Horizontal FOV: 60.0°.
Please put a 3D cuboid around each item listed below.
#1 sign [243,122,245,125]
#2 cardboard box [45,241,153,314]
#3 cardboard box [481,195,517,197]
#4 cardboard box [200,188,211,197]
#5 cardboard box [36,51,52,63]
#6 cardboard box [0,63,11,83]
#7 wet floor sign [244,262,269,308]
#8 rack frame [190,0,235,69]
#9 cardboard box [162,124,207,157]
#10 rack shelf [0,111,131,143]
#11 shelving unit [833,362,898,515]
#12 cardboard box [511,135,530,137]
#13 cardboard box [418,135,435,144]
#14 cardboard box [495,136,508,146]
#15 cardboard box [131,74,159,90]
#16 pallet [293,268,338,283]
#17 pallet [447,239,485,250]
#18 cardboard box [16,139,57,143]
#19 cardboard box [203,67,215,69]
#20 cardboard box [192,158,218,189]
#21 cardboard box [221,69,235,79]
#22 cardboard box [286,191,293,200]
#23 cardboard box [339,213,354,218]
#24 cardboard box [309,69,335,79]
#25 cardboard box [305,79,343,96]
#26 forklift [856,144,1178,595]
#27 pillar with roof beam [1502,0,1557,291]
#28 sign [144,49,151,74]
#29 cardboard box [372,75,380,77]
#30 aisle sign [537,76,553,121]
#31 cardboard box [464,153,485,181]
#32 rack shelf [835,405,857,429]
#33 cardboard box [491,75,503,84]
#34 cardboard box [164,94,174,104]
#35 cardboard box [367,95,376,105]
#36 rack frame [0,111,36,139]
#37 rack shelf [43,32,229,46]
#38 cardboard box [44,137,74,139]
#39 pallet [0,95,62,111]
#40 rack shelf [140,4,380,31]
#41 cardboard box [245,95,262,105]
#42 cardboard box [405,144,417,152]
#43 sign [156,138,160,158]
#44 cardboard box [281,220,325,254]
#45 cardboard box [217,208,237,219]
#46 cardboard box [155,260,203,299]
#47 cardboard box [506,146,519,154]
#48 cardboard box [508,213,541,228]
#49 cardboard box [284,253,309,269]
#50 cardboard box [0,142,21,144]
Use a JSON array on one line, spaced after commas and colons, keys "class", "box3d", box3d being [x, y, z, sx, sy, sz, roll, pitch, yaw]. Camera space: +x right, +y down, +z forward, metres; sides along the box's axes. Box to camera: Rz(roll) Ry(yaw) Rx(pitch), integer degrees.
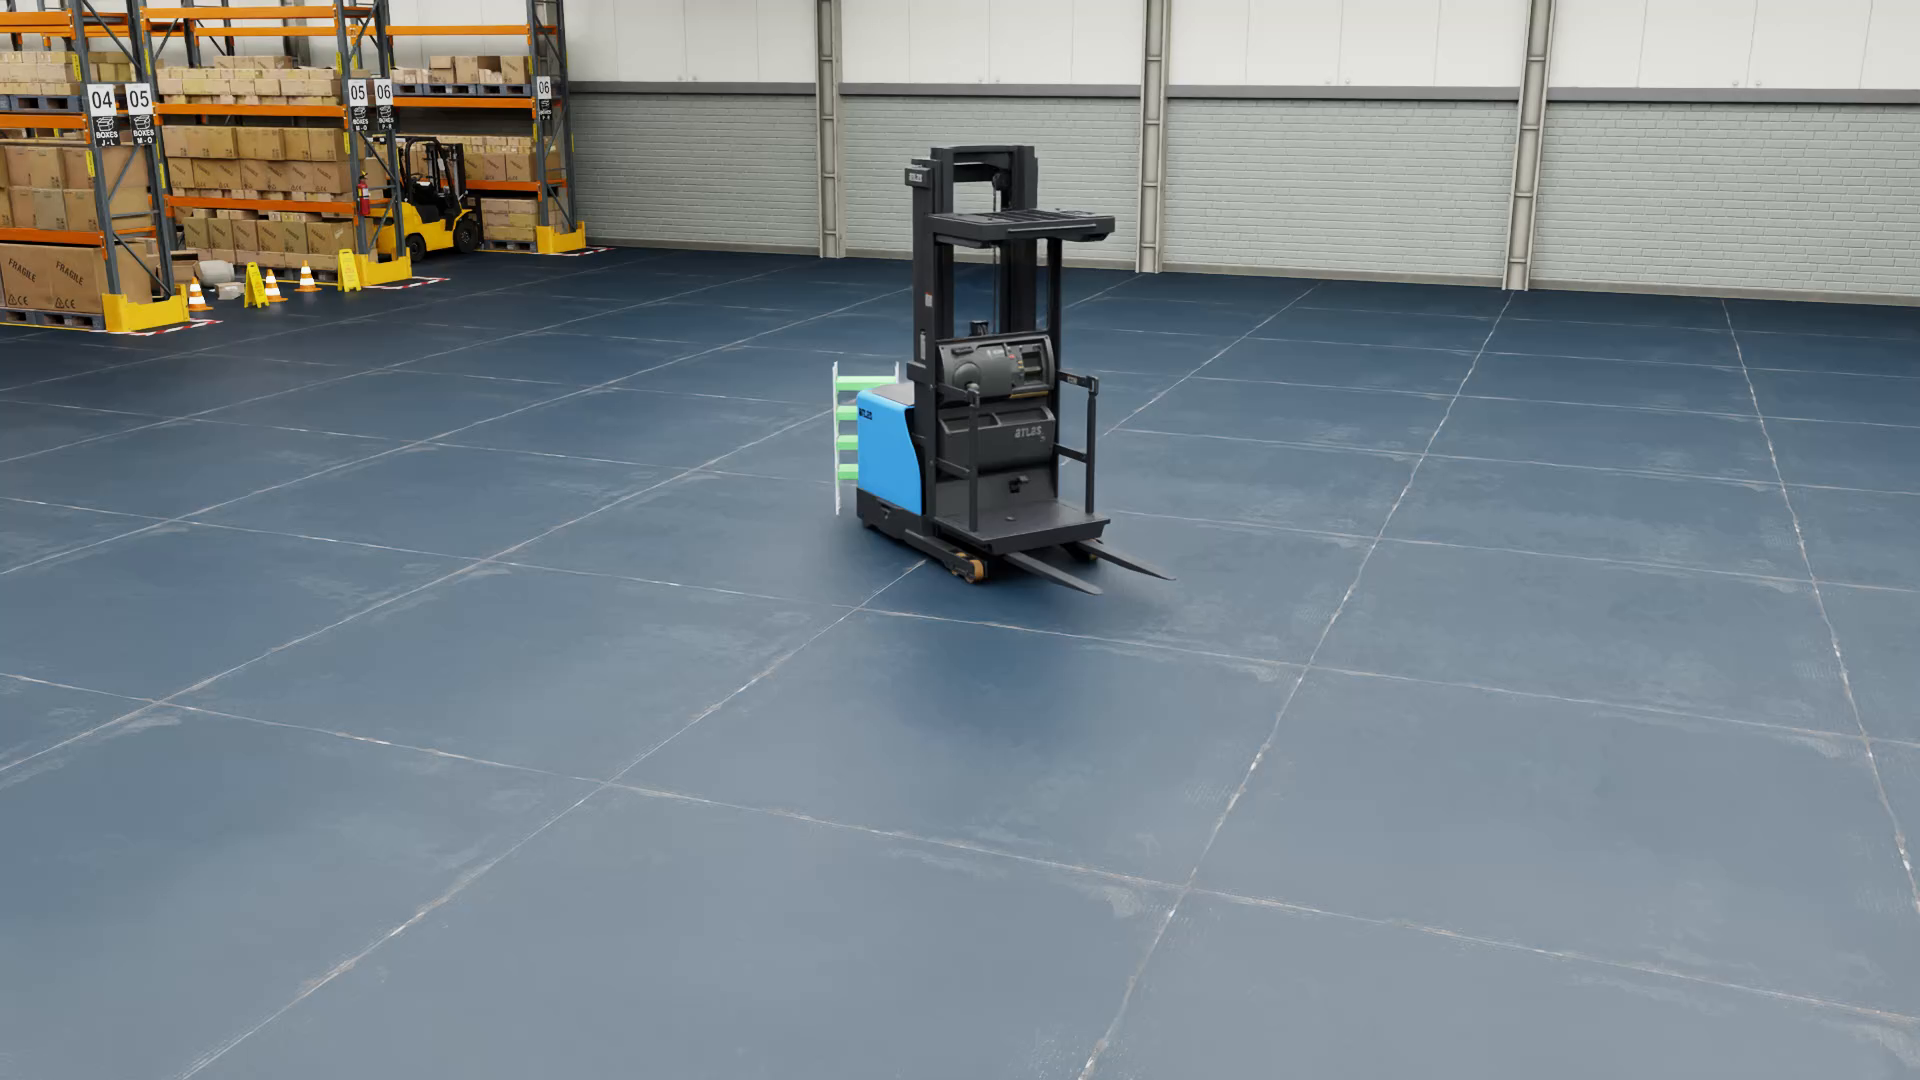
[{"class": "sign", "box3d": [-14.846, -8.484, 34.442, 0.005, 0.325, 0.100, 6, 17, 21]}, {"class": "cardboard box", "box3d": [-11.799, -3.617, 22.812, 0.875, 0.875, 0.875, 6, 17, 21]}, {"class": "cardboard box", "box3d": [-8.909, -6.529, 32.170, 0.500, 0.250, 0.500, 6, 17, 20]}, {"class": "cardboard box", "box3d": [-12.455, -5.819, 27.790, 0.250, 0.149, 0.380, 6, 17, 20]}, {"class": "cardboard box", "box3d": [-11.814, -6.309, 21.732, 0.250, 0.149, 0.380, 6, 17, 21]}, {"class": "cardboard box", "box3d": [-12.634, -6.225, 22.160, 0.500, 0.250, 0.500, 6, 17, 20]}, {"class": "wet floor sign", "box3d": [-10.391, -3.764, 24.481, 0.232, 0.644, 0.267, 3, 17, 11]}, {"class": "rack frame", "box3d": [-15.046, -10.665, 33.270, 0.127, 3.000, 1.000, 6, 17, 21]}, {"class": "cardboard box", "box3d": [-12.813, -6.657, 27.718, 0.500, 0.500, 0.700, 6, 17, 20]}, {"class": "rack shelf", "box3d": [-13.005, -5.683, 22.781, 4.000, 0.370, 1.077, 6, 17, 21]}, {"class": "shelving unit", "box3d": [-0.744, -0.814, 13.320, 0.503, 1.200, 0.258, 0, 16, 0]}, {"class": "cardboard box", "box3d": [-8.320, -7.617, 31.654, 0.250, 0.149, 0.380, 7, 17, 22]}, {"class": "cardboard box", "box3d": [-10.167, -7.668, 31.831, 0.250, 0.149, 0.380, 6, 17, 20]}, {"class": "cardboard box", "box3d": [-8.509, -7.487, 31.207, 0.250, 0.149, 0.380, 7, 17, 22]}, {"class": "cardboard box", "box3d": [-13.739, -7.680, 27.882, 0.500, 0.250, 0.500, 6, 17, 20]}, {"class": "pallet", "box3d": [-10.235, -4.439, 27.585, 1.213, 0.211, 1.003, 6, 17, 21]}, {"class": "pallet", "box3d": [-9.462, -5.819, 32.340, 1.213, 0.211, 1.003, 6, 17, 21]}, {"class": "cardboard box", "box3d": [-16.043, -6.731, 29.014, 0.500, 0.500, 0.500, 7, 18, 23]}, {"class": "cardboard box", "box3d": [-15.287, -9.596, 33.989, 0.250, 0.149, 0.380, 6, 17, 19]}, {"class": "cardboard box", "box3d": [-12.360, -6.115, 27.646, 0.500, 0.500, 0.500, 6, 17, 20]}, {"class": "cardboard box", "box3d": [-11.738, -7.554, 26.954, 0.250, 0.149, 0.380, 6, 17, 20]}, {"class": "cardboard box", "box3d": [-10.793, -5.650, 27.207, 0.250, 0.149, 0.380, 7, 17, 21]}, {"class": "cardboard box", "box3d": [-11.815, -6.487, 33.143, 0.625, 0.625, 0.875, 7, 18, 23]}, {"class": "cardboard box", "box3d": [-10.071, -7.375, 26.338, 0.250, 0.149, 0.380, 7, 17, 22]}, {"class": "cardboard box", "box3d": [-9.997, -7.172, 26.353, 0.500, 0.250, 0.500, 6, 17, 20]}, {"class": "forklift", "box3d": [0.378, -1.254, 11.738, 1.130, 2.935, 3.031, -10, 19, -30]}, {"class": "pillar with roof beam", "box3d": [7.244, -7.194, 21.313, 0.400, 9.000, 9.100, 6, 17, 21]}, {"class": "sign", "box3d": [-10.935, -6.425, 22.337, 0.005, 0.325, 0.100, 6, 17, 21]}, {"class": "cardboard box", "box3d": [-11.019, -8.820, 31.812, 0.250, 0.149, 0.380, 7, 17, 22]}, {"class": "aisle sign", "box3d": [-7.651, -8.131, 30.640, 0.004, 0.787, 0.394, 6, 17, 21]}, {"class": "cardboard box", "box3d": [-9.114, -7.104, 31.584, 0.500, 0.500, 0.500, 6, 17, 20]}, {"class": "rack shelf", "box3d": [-0.745, -0.983, 13.271, 0.480, 0.148, 0.258, 0, 16, 0]}, {"class": "cardboard box", "box3d": [-8.486, -8.541, 30.853, 0.250, 0.149, 0.380, 6, 17, 19]}, {"class": "cardboard box", "box3d": [-12.941, -7.311, 27.546, 0.250, 0.149, 0.380, 6, 17, 20]}, {"class": "cardboard box", "box3d": [-9.611, -7.116, 26.876, 0.250, 0.149, 0.380, 6, 17, 21]}, {"class": "rack frame", "box3d": [-16.864, -6.496, 29.671, 0.127, 3.000, 1.000, 6, 17, 21]}, {"class": "rack shelf", "box3d": [-16.907, -10.332, 34.131, 4.000, 0.370, 1.077, 6, 17, 21]}, {"class": "cardboard box", "box3d": [-15.854, -6.864, 29.473, 0.500, 0.500, 0.500, 6, 17, 20]}, {"class": "pallet", "box3d": [-12.977, -5.979, 22.669, 1.213, 0.211, 1.003, 6, 17, 21]}, {"class": "rack shelf", "box3d": [-11.282, -8.417, 26.821, 4.000, 0.370, 1.077, 6, 17, 21]}, {"class": "cardboard box", "box3d": [-11.302, -7.107, 26.846, 0.250, 0.149, 0.380, 6, 17, 20]}, {"class": "cardboard box", "box3d": [-10.429, -7.544, 31.935, 0.250, 0.149, 0.380, 7, 17, 22]}, {"class": "sign", "box3d": [-13.343, -6.499, 27.603, 0.005, 0.325, 0.100, 6, 17, 21]}, {"class": "cardboard box", "box3d": [-10.750, -4.986, 27.302, 0.500, 0.500, 0.500, 7, 18, 23]}, {"class": "cardboard box", "box3d": [-12.120, -5.429, 27.665, 0.250, 0.149, 0.380, 7, 18, 23]}, {"class": "cardboard box", "box3d": [-11.985, -4.002, 25.557, 0.637, 0.503, 0.797, -5, 17, -18]}, {"class": "cardboard box", "box3d": [-8.278, -7.306, 31.119, 0.250, 0.149, 0.380, 7, 17, 22]}, {"class": "cardboard box", "box3d": [-8.172, -6.056, 31.435, 0.500, 0.250, 0.500, 6, 17, 20]}, {"class": "cardboard box", "box3d": [-10.752, -4.627, 27.411, 0.500, 0.250, 0.500, 6, 17, 21]}, {"class": "cardboard box", "box3d": [-13.528, -5.220, 23.068, 0.550, 0.550, 0.875, 6, 17, 21]}]
